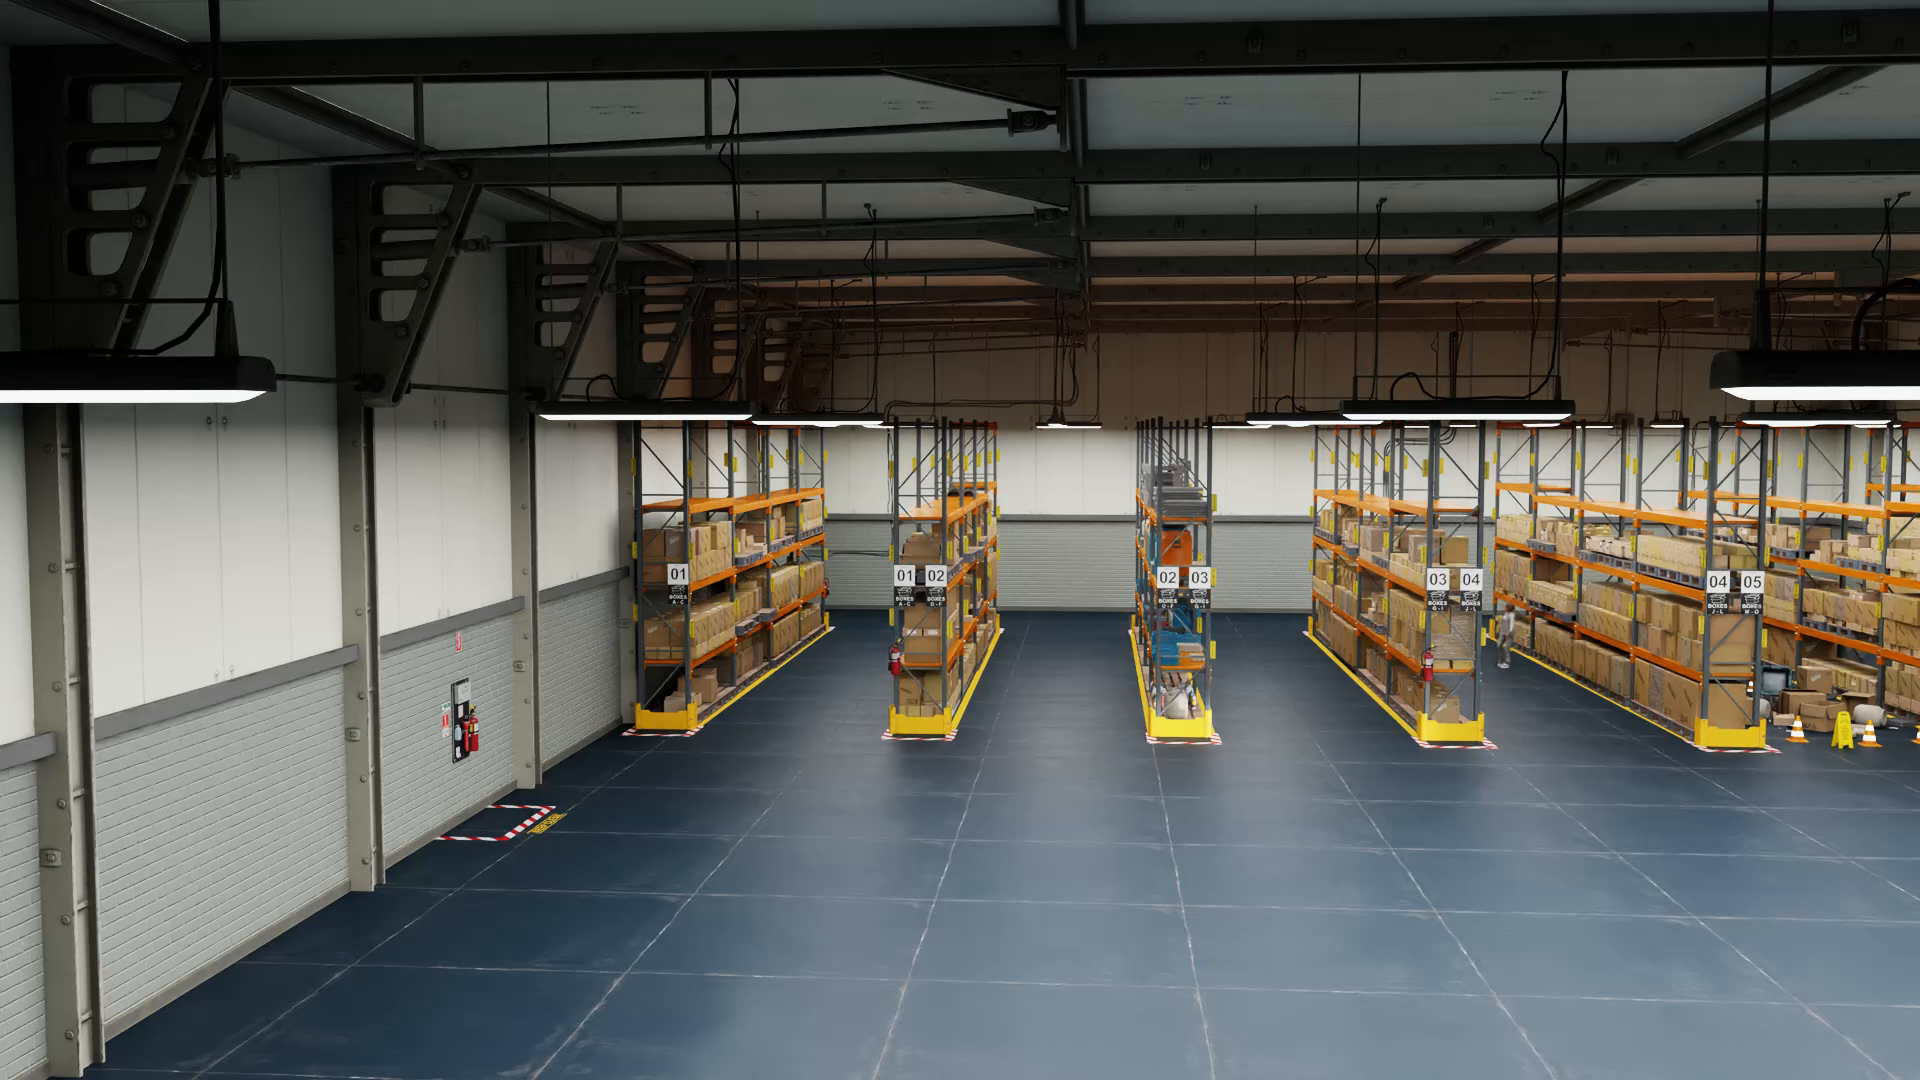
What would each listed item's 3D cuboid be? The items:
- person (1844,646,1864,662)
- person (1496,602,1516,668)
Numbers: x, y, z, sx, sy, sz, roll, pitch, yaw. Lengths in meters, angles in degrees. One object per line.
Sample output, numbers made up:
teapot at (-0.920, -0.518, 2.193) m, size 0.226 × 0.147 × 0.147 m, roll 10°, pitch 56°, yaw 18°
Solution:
person at (22.114, 2.188, 41.182) m, size 0.569 × 1.774 × 0.568 m, roll -3°, pitch 5°, yaw -43°
person at (13.236, 2.321, 40.289) m, size 0.410 × 1.625 × 0.486 m, roll -2°, pitch 4°, yaw -29°
